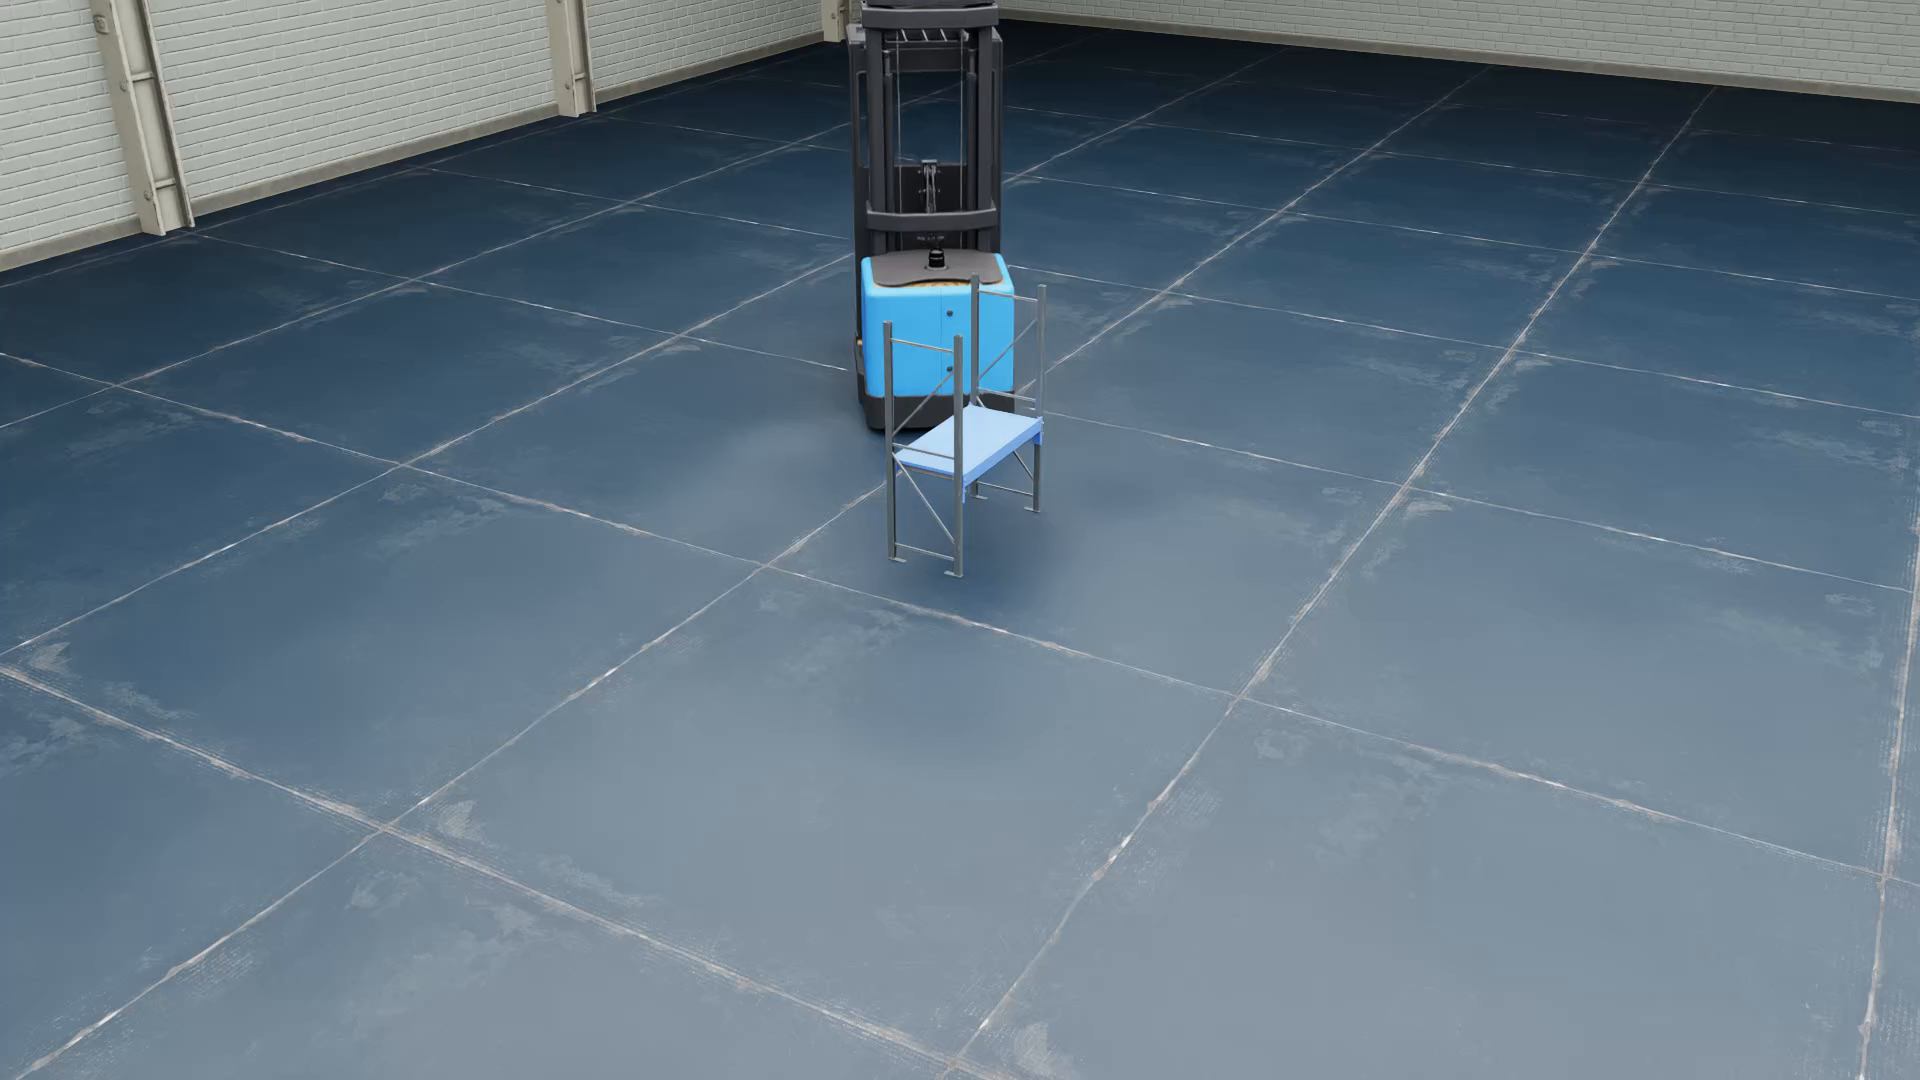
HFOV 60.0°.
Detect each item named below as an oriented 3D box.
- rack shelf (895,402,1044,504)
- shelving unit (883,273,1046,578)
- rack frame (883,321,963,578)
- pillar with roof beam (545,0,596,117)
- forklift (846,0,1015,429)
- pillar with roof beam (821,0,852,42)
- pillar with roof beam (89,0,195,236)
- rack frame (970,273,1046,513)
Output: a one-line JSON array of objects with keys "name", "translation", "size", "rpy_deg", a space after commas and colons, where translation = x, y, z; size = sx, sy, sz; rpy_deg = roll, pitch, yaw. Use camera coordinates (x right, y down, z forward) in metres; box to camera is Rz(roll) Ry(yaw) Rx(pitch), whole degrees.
[{"name": "rack shelf", "translation": [0.042, -0.543, 10.061], "size": [0.538, 0.185, 1.000], "rpy_deg": [14, 30, 26]}, {"name": "shelving unit", "translation": [0.042, -0.704, 9.981], "size": [0.538, 1.500, 1.048], "rpy_deg": [14, 30, 26]}, {"name": "rack frame", "translation": [-0.208, -0.506, 9.585], "size": [0.500, 1.500, 0.032], "rpy_deg": [14, 30, 26]}, {"name": "pillar with roof beam", "translation": [-1.098, -8.481, 17.139], "size": [9.100, 9.000, 0.400], "rpy_deg": [14, 30, 26]}, {"name": "forklift", "translation": [-0.263, -2.714, 12.398], "size": [1.130, 2.935, 3.031], "rpy_deg": [-2, 27, -5]}, {"name": "pillar with roof beam", "translation": [1.853, -10.819, 21.811], "size": [9.100, 9.000, 0.400], "rpy_deg": [14, 30, 26]}, {"name": "pillar with roof beam", "translation": [-4.050, -6.143, 12.468], "size": [9.100, 9.000, 0.400], "rpy_deg": [14, 30, 26]}, {"name": "rack frame", "translation": [0.292, -0.902, 10.376], "size": [0.500, 1.500, 0.032], "rpy_deg": [14, 30, 26]}]
